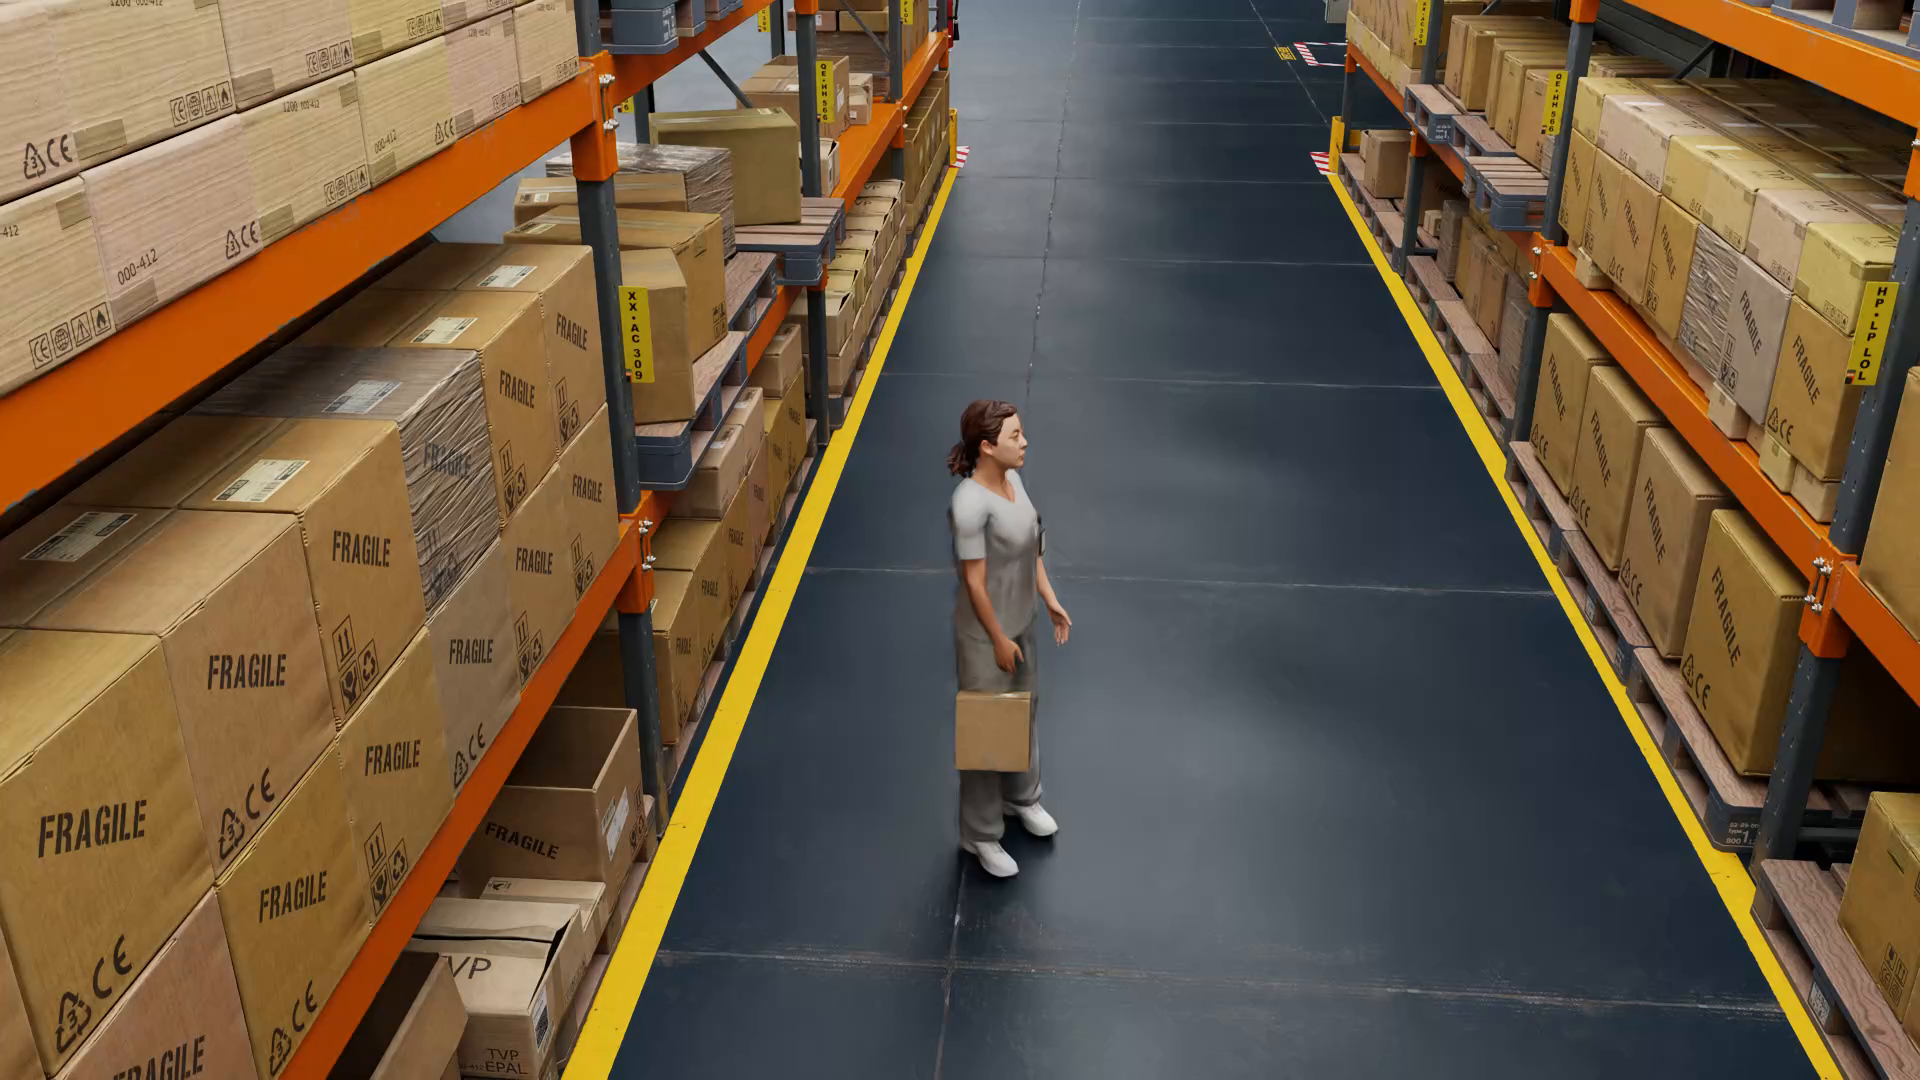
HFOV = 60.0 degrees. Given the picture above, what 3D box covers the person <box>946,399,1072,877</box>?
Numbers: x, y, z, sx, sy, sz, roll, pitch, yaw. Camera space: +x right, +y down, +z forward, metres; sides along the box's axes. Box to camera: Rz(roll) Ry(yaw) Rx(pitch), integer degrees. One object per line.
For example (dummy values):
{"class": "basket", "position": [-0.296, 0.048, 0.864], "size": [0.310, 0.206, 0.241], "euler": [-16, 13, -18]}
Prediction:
{"class": "person", "position": [0.137, 0.328, 5.849], "size": [0.440, 1.684, 0.530], "euler": [11, 27, 23]}
